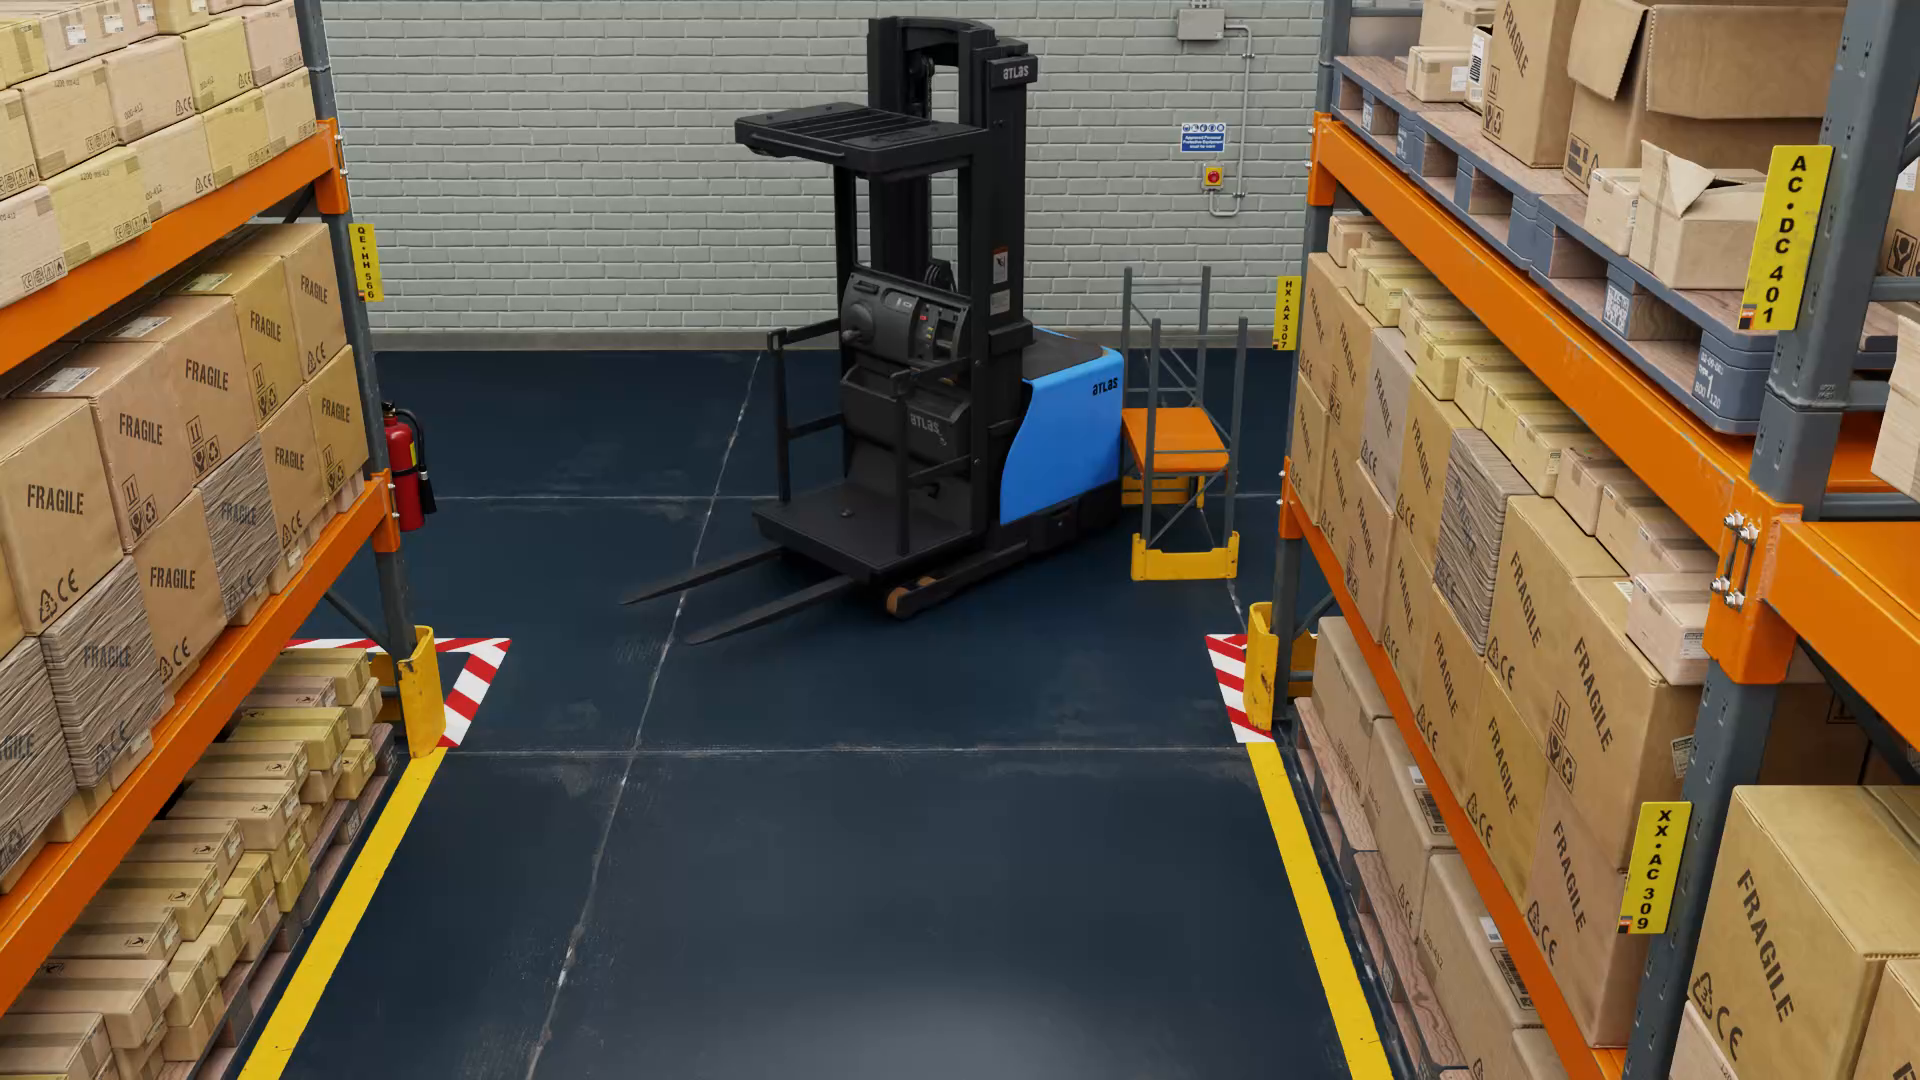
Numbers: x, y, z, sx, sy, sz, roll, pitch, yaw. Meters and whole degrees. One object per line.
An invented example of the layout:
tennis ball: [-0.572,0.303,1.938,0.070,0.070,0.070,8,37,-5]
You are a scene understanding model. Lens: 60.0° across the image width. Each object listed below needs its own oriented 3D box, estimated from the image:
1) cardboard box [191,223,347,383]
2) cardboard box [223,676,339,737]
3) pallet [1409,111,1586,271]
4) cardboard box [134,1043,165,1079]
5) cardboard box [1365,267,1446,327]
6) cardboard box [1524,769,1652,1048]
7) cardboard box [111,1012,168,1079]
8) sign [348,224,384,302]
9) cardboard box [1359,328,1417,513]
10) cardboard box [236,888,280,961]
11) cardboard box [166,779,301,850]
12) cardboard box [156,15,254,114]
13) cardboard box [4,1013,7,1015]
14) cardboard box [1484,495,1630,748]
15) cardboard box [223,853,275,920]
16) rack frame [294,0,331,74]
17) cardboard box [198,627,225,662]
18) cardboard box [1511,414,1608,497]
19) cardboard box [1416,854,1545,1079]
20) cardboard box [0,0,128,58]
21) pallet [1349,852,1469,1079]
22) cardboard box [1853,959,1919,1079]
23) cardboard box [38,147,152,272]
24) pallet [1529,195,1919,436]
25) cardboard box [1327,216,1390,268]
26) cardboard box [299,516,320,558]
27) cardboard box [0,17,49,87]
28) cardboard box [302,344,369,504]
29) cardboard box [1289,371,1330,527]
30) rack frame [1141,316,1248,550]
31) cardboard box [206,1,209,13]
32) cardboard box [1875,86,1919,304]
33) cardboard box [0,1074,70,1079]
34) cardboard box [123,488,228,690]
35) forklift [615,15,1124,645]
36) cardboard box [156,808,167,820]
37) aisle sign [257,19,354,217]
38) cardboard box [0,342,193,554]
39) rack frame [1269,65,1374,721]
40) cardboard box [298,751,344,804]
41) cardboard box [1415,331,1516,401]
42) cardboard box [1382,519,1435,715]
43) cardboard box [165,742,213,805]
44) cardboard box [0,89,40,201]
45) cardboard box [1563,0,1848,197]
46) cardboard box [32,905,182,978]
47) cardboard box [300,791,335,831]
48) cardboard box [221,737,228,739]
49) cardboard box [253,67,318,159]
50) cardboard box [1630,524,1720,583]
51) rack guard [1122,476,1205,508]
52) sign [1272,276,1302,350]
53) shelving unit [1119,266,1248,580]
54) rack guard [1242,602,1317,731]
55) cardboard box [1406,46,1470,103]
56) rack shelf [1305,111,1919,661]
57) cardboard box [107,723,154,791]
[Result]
cardboard box: [-2.743,-0.923,6.455,0.500,0.500,0.500,-1,24,-2]
cardboard box: [-2.793,0.683,6.827,0.380,0.149,0.250,0,24,0]
pallet: [1.986,-1.054,4.909,1.003,0.211,1.213,0,24,-1]
cardboard box: [-2.784,1.704,5.293,0.380,0.149,0.250,-1,24,-3]
cardboard box: [1.662,-0.863,5.897,0.380,0.149,0.250,-1,24,-2]
cardboard box: [1.734,0.875,4.054,0.500,0.500,0.500,0,24,0]
cardboard box: [-2.748,1.567,5.235,0.380,0.149,0.250,1,24,2]
sign: [-2.442,-1.140,6.841,0.100,0.325,0.005,0,24,-1]
cardboard box: [1.698,-0.415,5.693,0.500,0.500,0.500,0,24,-1]
cardboard box: [-2.698,1.384,6.001,0.380,0.149,0.250,0,24,0]
cardboard box: [-2.665,1.007,6.111,0.380,0.149,0.250,1,24,1]
cardboard box: [-2.731,-1.601,5.585,0.500,0.250,0.500,-1,24,-2]
cardboard box: [-3.221,1.477,5.433,0.380,0.149,0.250,-1,24,-3]
cardboard box: [1.716,0.207,4.318,0.500,0.500,0.500,-1,24,-1]
cardboard box: [-2.696,1.248,5.941,0.380,0.149,0.250,1,24,2]
rack frame: [-2.997,-3.207,5.922,1.000,3.000,0.127,0,24,-1]
cardboard box: [-2.785,0.305,5.741,0.380,0.149,0.250,-1,24,-3]
cardboard box: [1.727,-0.231,4.499,0.380,0.149,0.250,0,24,-1]
cardboard box: [2.085,1.458,5.485,0.875,0.438,0.875,-1,24,-2]
cardboard box: [-2.717,-1.518,4.918,0.380,0.149,0.250,0,24,1]
pallet: [2.049,1.563,6.037,1.003,0.211,1.213,0,24,-1]
cardboard box: [1.746,1.001,2.561,0.500,0.500,0.500,0,24,-1]
cardboard box: [-2.697,-0.952,4.758,0.500,0.250,0.500,1,24,2]
pallet: [1.997,-0.553,3.800,1.003,0.211,1.213,0,24,-1]
cardboard box: [1.679,-1.187,6.613,0.380,0.149,0.250,0,24,1]
cardboard box: [-2.728,-0.020,6.460,0.380,0.149,0.250,0,24,-1]
cardboard box: [-2.697,-1.304,4.445,0.380,0.149,0.250,-1,24,-2]
cardboard box: [-2.735,-0.471,6.669,0.500,0.500,0.500,0,24,1]
cardboard box: [1.670,-0.384,6.838,0.500,0.500,0.500,0,24,-1]
rack frame: [1.252,-0.474,8.977,0.500,1.500,0.032,-1,24,-3]
cardboard box: [-2.791,-1.838,5.626,0.380,0.149,0.250,-1,24,-2]
cardboard box: [2.199,-0.782,3.447,0.500,0.500,0.500,0,24,0]
cardboard box: [-2.746,1.650,4.689,0.380,0.149,0.250,-1,24,-1]
cardboard box: [-2.724,0.156,5.284,0.500,0.500,0.500,1,24,2]
forklift: [-0.452,-1.156,8.748,3.031,2.935,1.130,-22,32,-39]
cardboard box: [-3.324,1.167,6.480,0.380,0.149,0.250,0,24,0]
aisle sign: [-2.698,-1.690,6.692,0.394,0.787,0.004,0,24,-1]
cardboard box: [-2.714,-0.282,5.038,0.500,0.500,0.500,-1,24,-2]
rack frame: [1.952,-0.538,7.299,1.000,3.000,0.127,0,24,-1]
cardboard box: [-2.699,0.928,6.646,0.380,0.149,0.250,-1,24,-3]
cardboard box: [1.653,-0.548,5.199,0.380,0.149,0.250,-1,24,-2]
cardboard box: [1.713,0.240,5.458,0.500,0.500,0.500,1,24,1]
cardboard box: [-3.210,0.929,6.645,0.380,0.149,0.250,0,24,0]
cardboard box: [-2.711,-0.964,4.177,0.500,0.250,0.500,0,24,0]
cardboard box: [1.948,-1.096,4.137,0.797,0.503,0.637,2,24,4]
cardboard box: [-2.778,1.326,5.407,0.380,0.149,0.250,-1,24,-3]
cardboard box: [-2.762,1.064,6.706,0.380,0.149,0.250,0,24,-1]
cardboard box: [-3.312,0.851,7.178,0.380,0.149,0.250,0,24,1]
cardboard box: [-2.728,-1.586,6.159,0.500,0.250,0.500,-1,24,-2]
cardboard box: [1.779,0.079,3.813,0.380,0.149,0.250,0,24,1]
rack guard: [1.198,-0.322,10.159,0.587,0.250,0.087,-1,24,-3]
sign: [1.396,-0.968,7.104,0.100,0.325,0.005,0,24,-1]
shelving unit: [1.225,-0.687,9.448,0.587,1.500,1.083,-1,24,-3]
rack guard: [1.951,0.591,7.836,1.175,0.500,0.348,0,24,-1]
cardboard box: [1.733,-1.578,5.632,0.380,0.149,0.250,1,24,1]
rack shelf: [1.973,-0.753,5.007,1.077,0.370,4.000,0,24,-1]
cardboard box: [-2.692,0.628,5.026,0.380,0.149,0.250,1,24,2]
